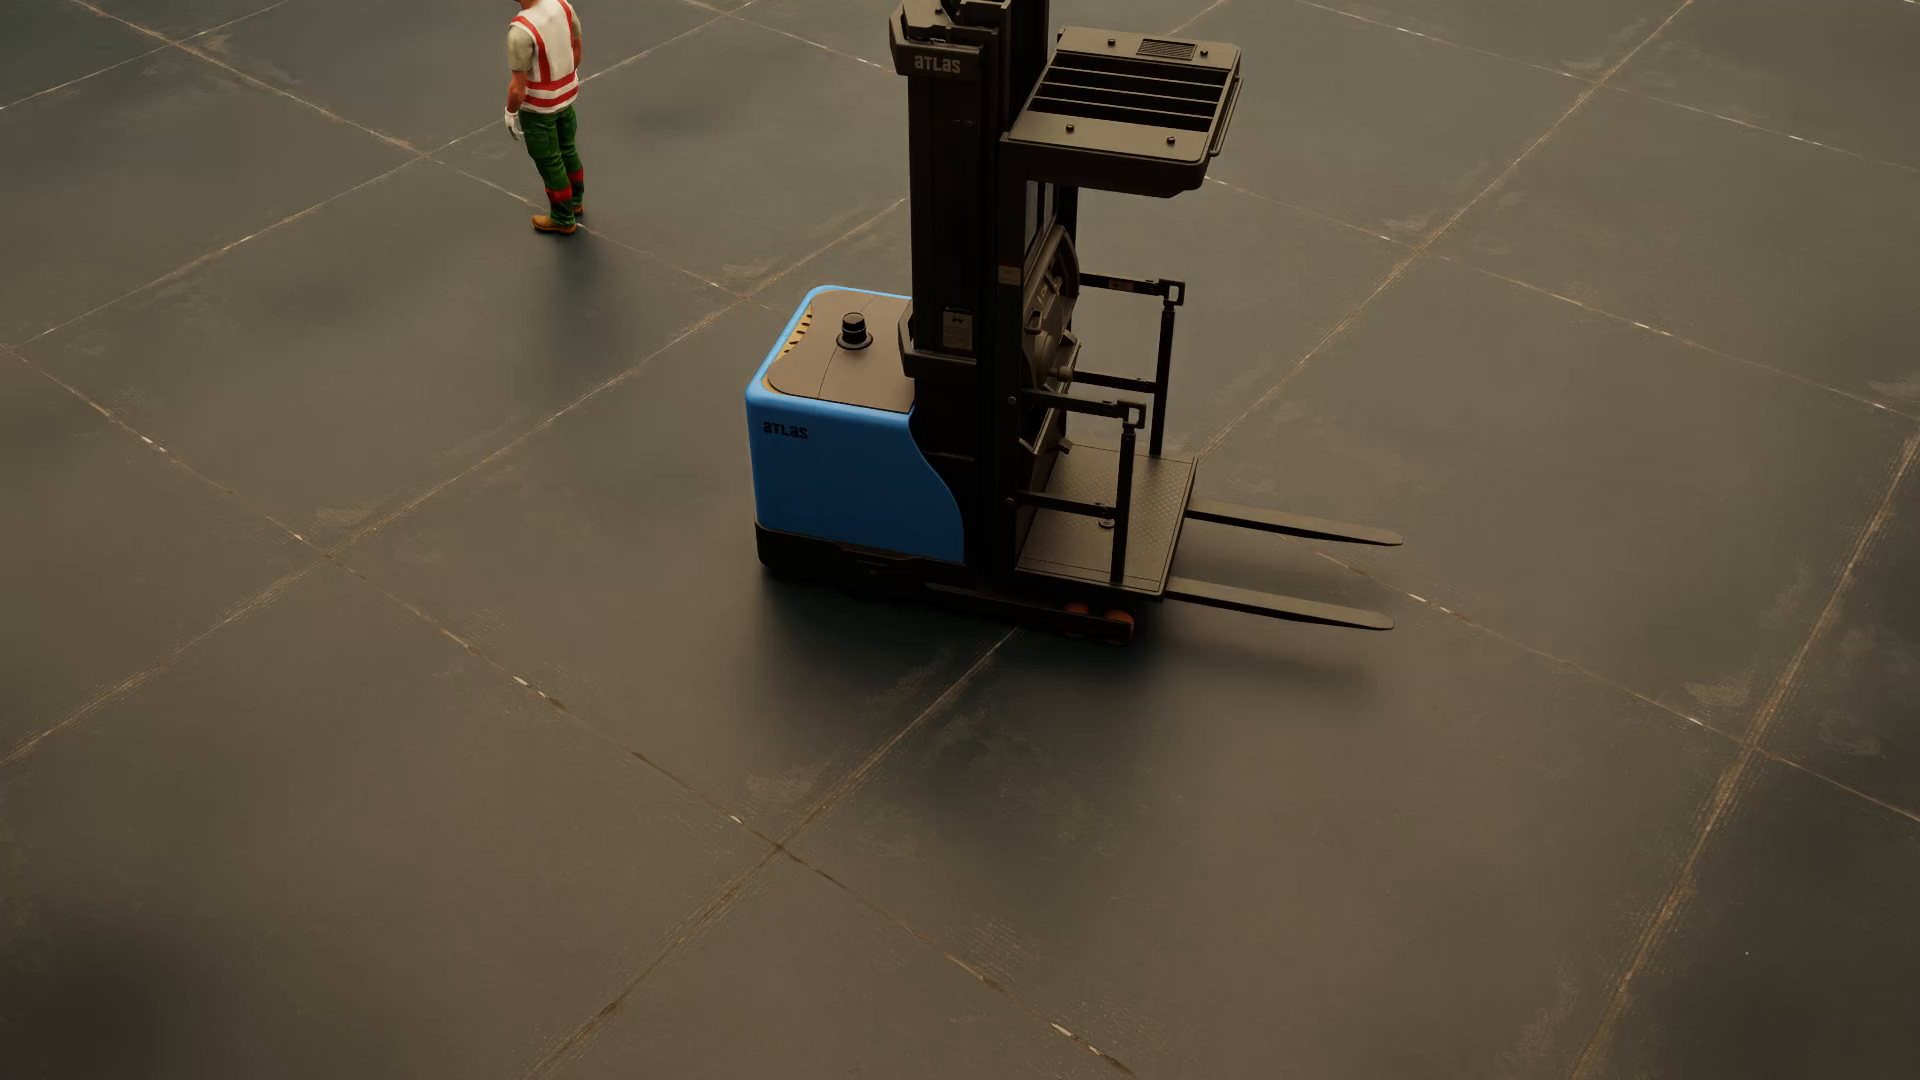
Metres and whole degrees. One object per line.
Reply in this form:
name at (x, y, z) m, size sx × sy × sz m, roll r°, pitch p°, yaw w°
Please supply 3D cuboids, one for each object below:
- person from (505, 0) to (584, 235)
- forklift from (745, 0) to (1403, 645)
person at (-2.574, -2.692, 10.101) m, size 0.563 × 1.788 × 0.638 m, roll 20°, pitch 44°, yaw 21°
forklift at (0.587, -1.011, 7.260) m, size 3.031 × 2.935 × 1.130 m, roll 10°, pitch 41°, yaw 12°
